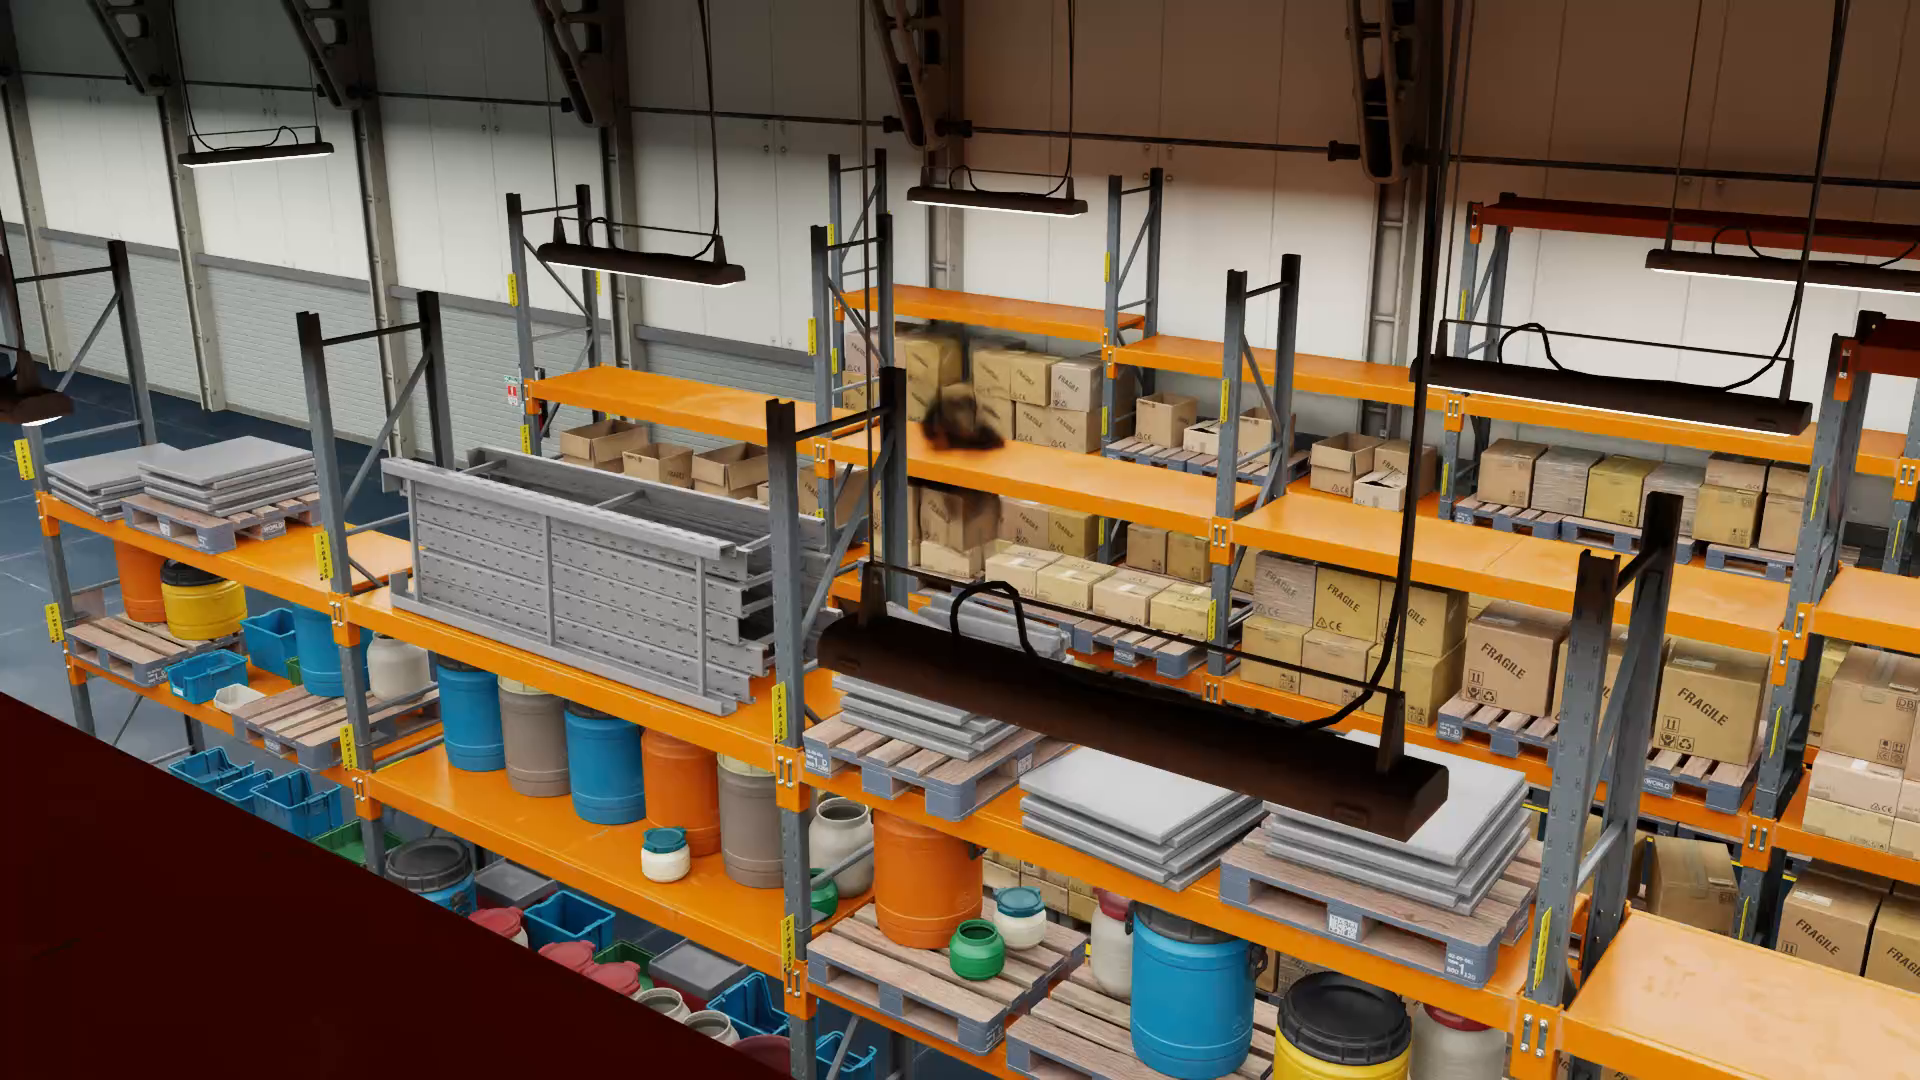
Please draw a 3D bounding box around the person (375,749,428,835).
[{"bbox_3d":[-5.268,2.349,15.286,0.863,1.794,0.698,12,22,32],"label":"person"}]

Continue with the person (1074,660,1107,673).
[{"bbox_3d":[1.231,1.688,17.443,0.914,1.645,0.586,11,21,29],"label":"person"}]
